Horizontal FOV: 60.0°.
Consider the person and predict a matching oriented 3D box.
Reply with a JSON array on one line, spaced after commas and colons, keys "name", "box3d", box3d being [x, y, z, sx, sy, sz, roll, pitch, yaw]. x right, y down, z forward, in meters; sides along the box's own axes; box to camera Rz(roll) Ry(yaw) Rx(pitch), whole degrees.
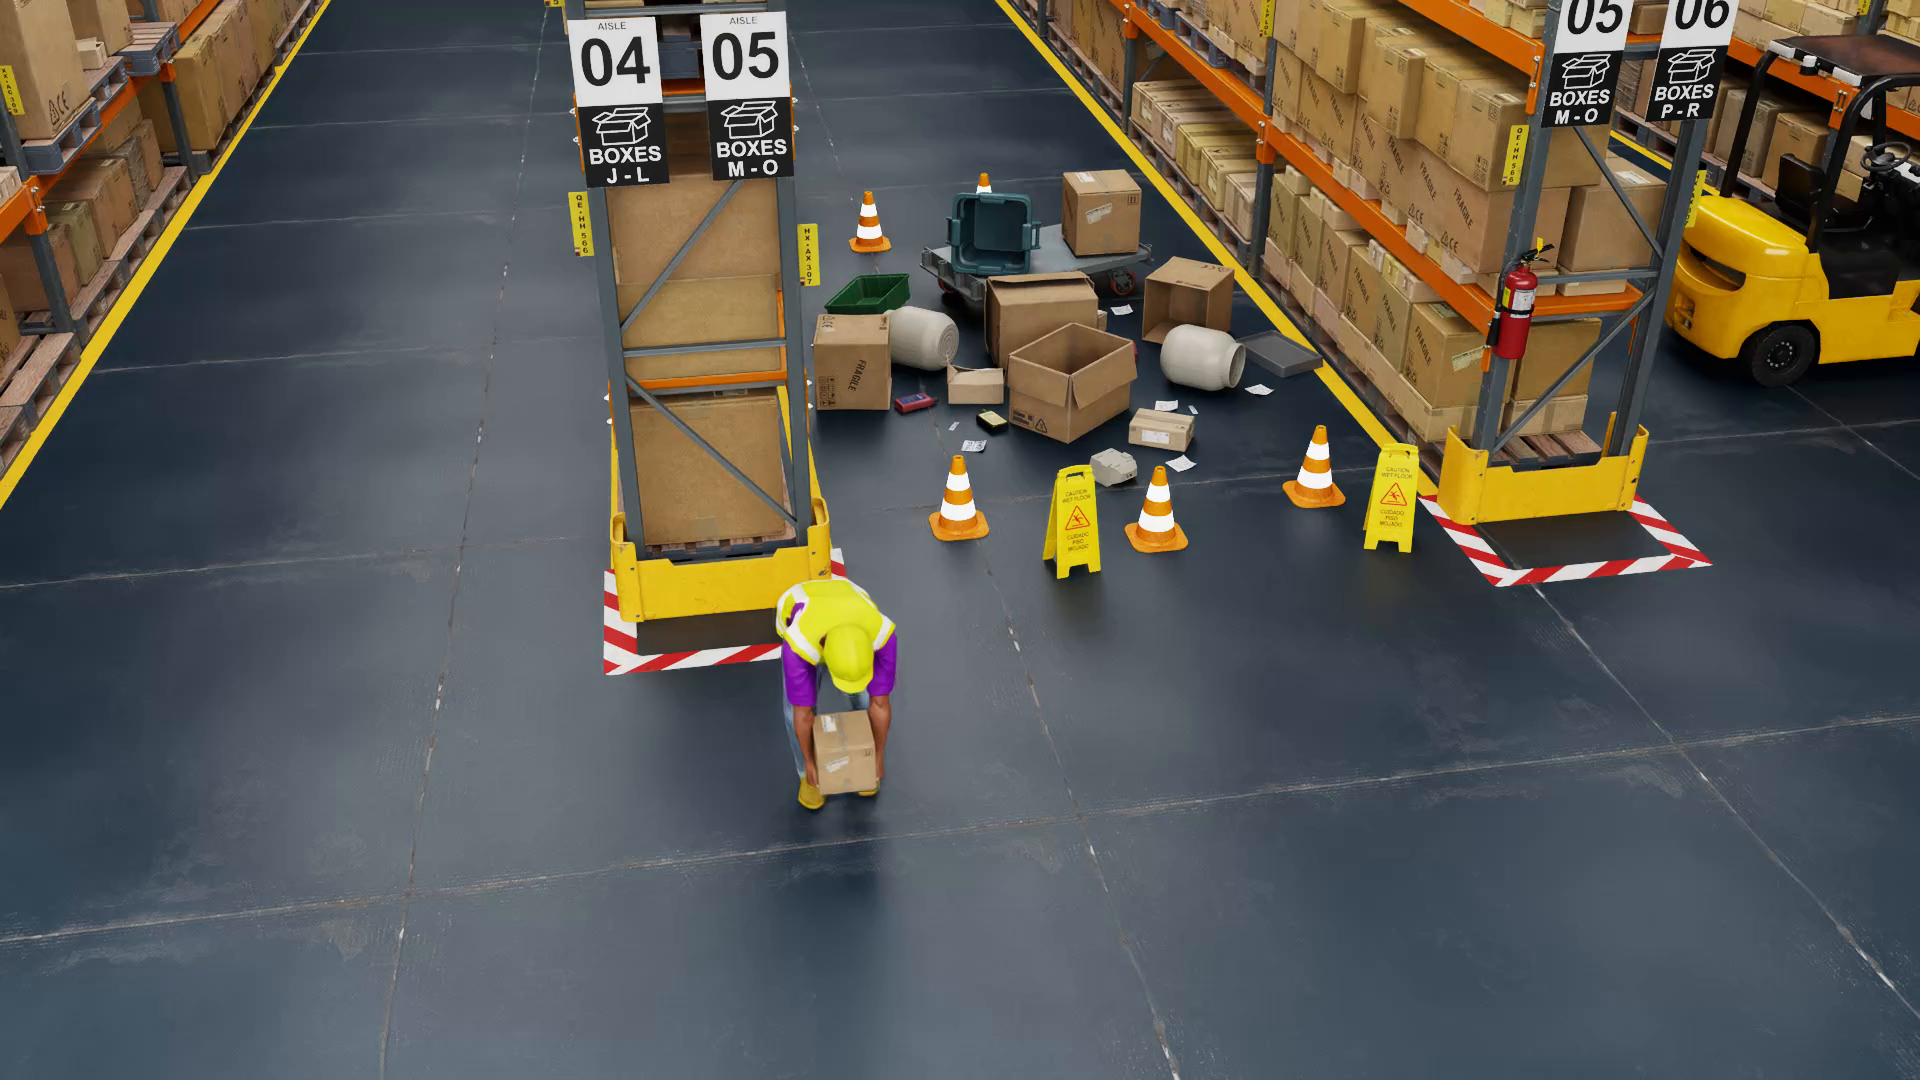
[{"name": "person", "box3d": [-0.537, 0.704, 7.418, 0.496, 1.256, 0.939, -6, 31, -11]}]
